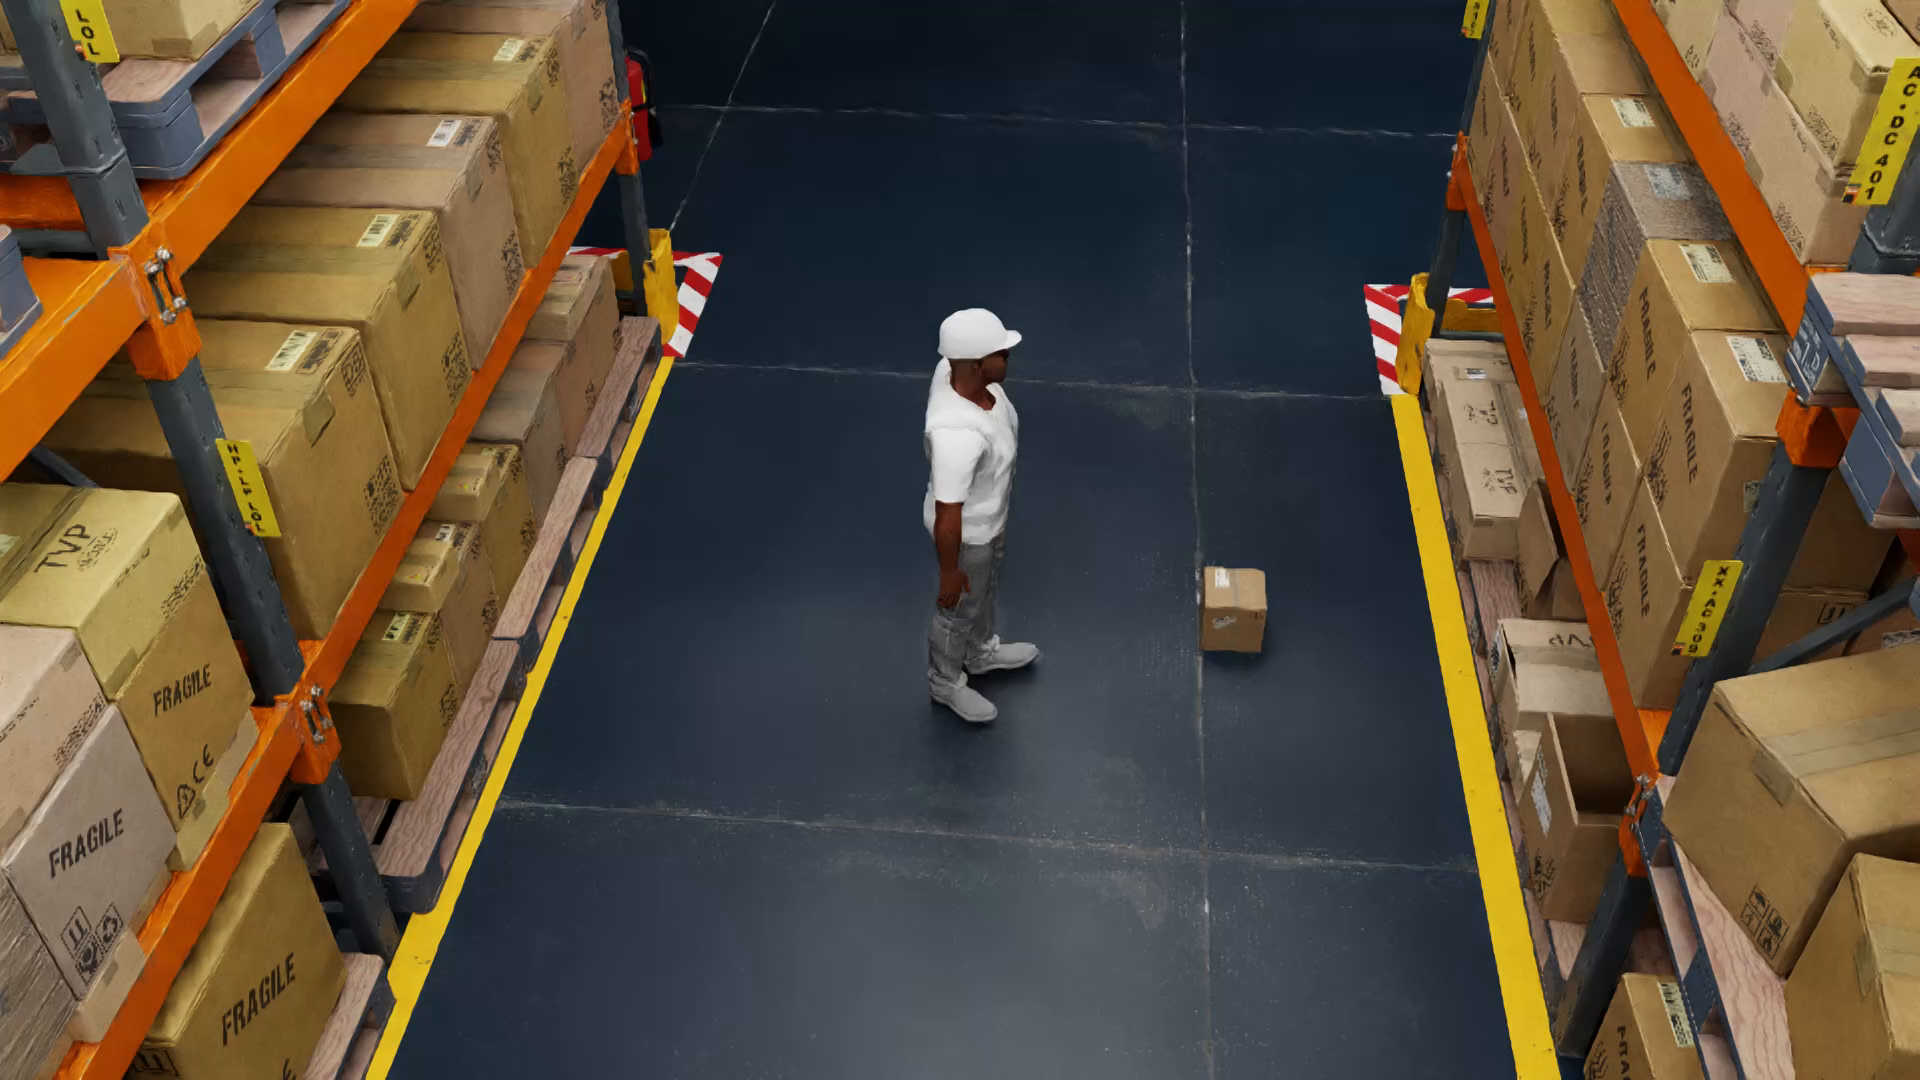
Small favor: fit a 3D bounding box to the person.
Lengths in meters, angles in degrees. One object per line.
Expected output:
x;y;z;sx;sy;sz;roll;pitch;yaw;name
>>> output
0.082;-0.078;6.200;0.440;1.770;0.678;5;40;5;person
